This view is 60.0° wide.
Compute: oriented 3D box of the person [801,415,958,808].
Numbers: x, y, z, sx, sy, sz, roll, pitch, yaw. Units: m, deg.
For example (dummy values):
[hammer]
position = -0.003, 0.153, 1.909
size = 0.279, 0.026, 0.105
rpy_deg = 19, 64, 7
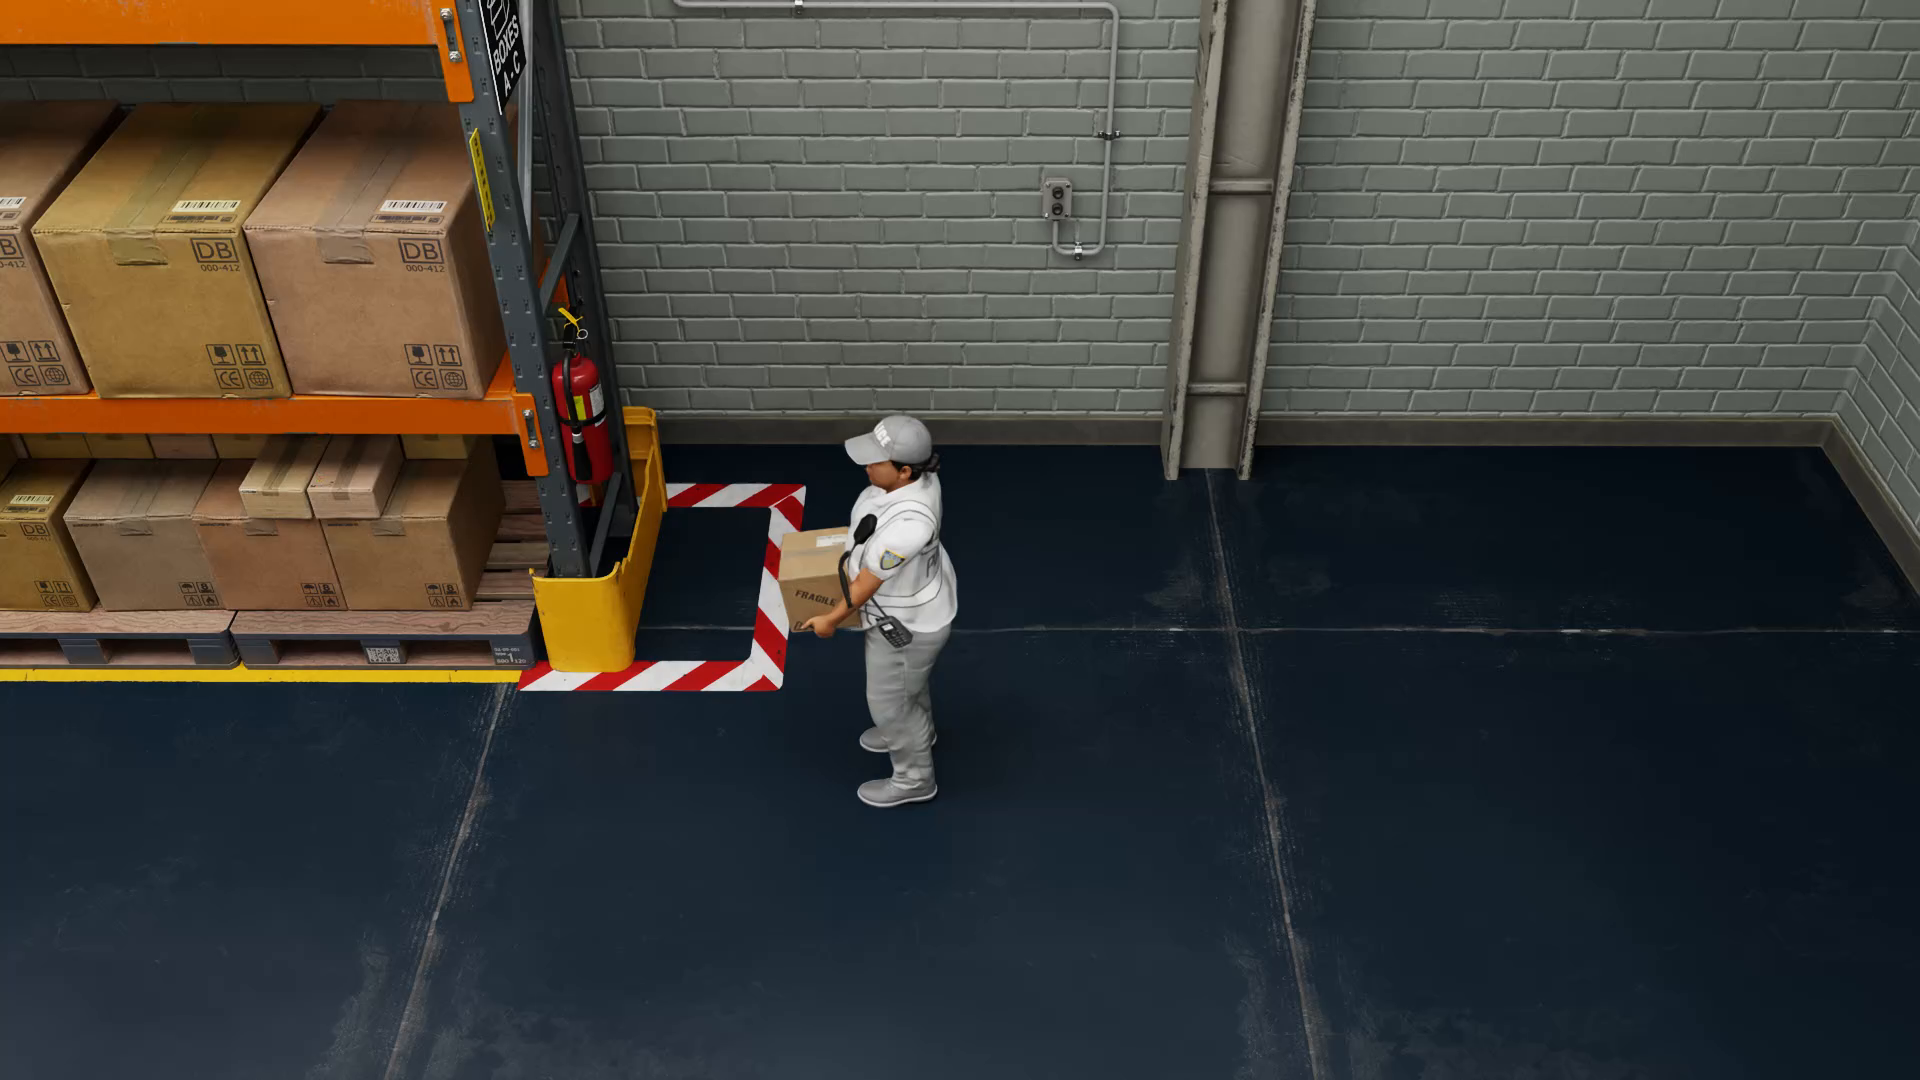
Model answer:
[person]
position = -0.289, 0.250, 5.861
size = 0.521, 1.663, 0.452
rpy_deg = 0, 40, 0
